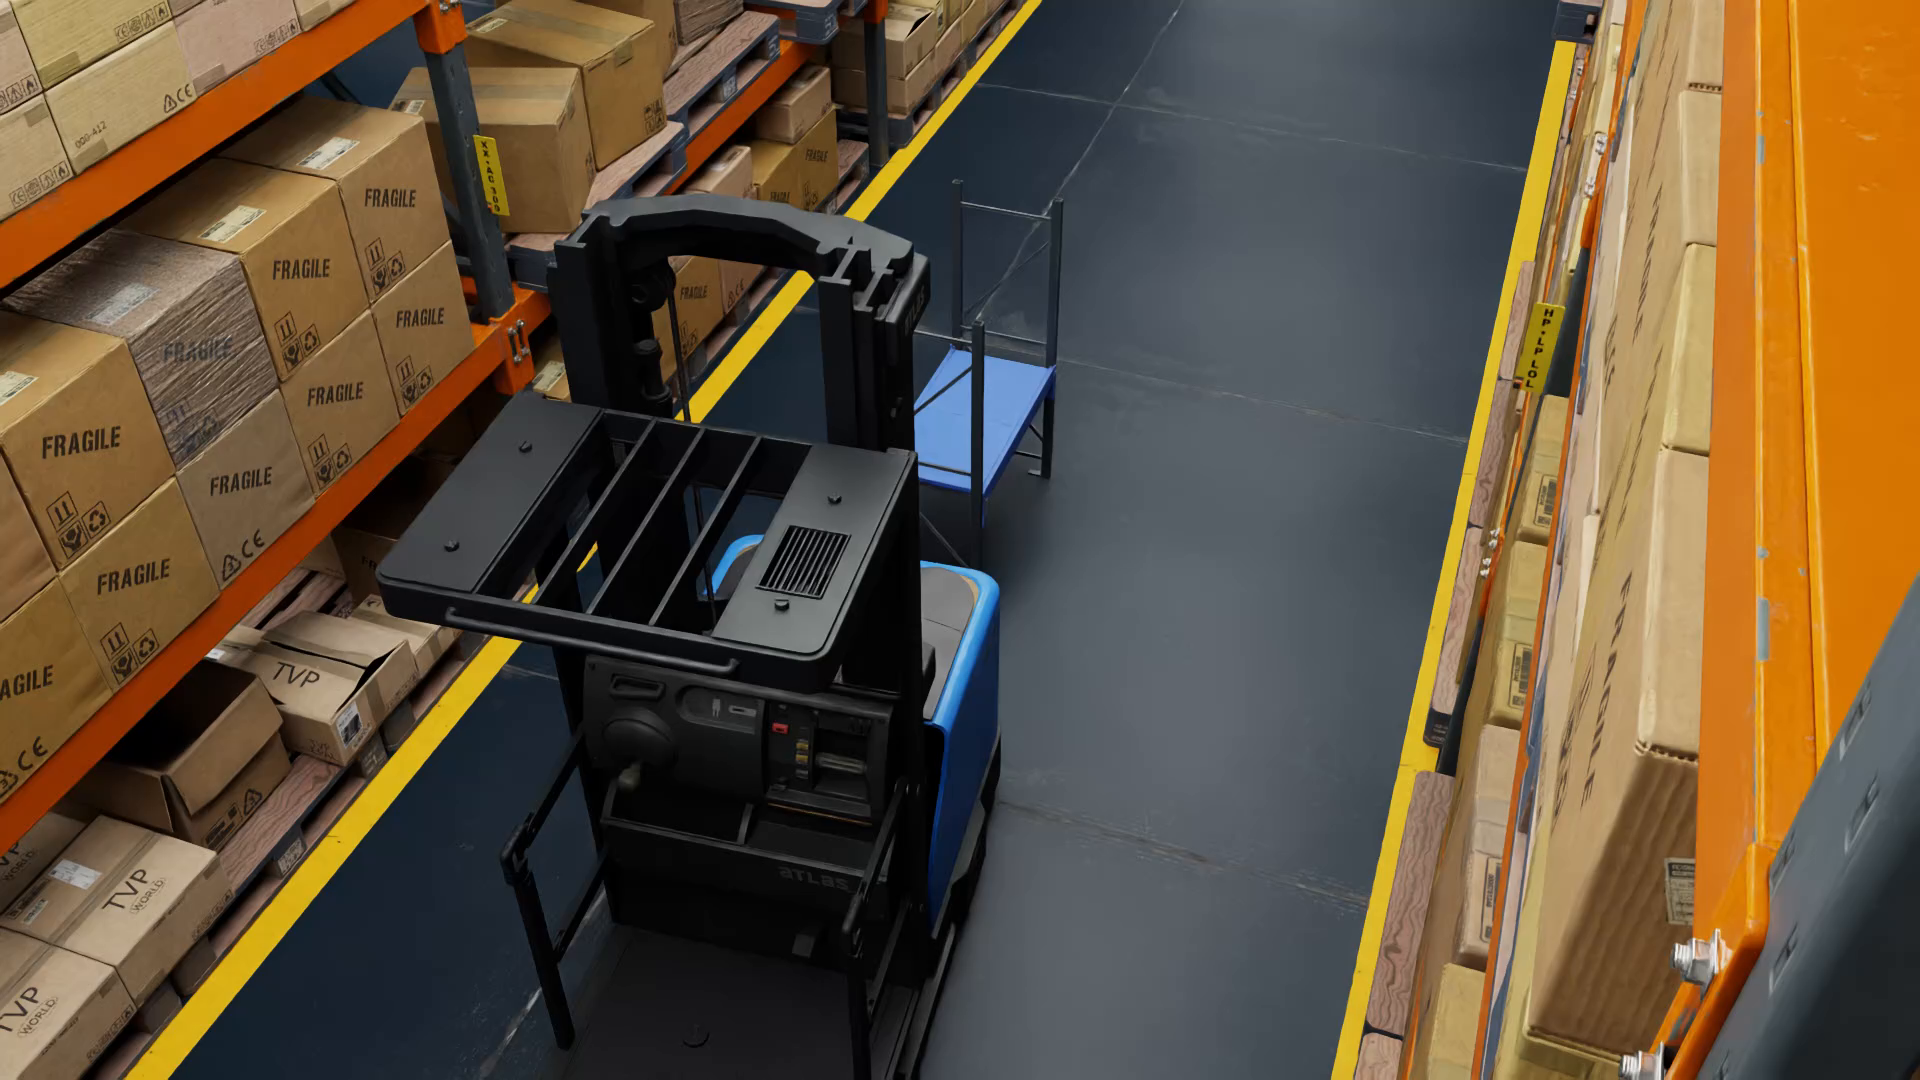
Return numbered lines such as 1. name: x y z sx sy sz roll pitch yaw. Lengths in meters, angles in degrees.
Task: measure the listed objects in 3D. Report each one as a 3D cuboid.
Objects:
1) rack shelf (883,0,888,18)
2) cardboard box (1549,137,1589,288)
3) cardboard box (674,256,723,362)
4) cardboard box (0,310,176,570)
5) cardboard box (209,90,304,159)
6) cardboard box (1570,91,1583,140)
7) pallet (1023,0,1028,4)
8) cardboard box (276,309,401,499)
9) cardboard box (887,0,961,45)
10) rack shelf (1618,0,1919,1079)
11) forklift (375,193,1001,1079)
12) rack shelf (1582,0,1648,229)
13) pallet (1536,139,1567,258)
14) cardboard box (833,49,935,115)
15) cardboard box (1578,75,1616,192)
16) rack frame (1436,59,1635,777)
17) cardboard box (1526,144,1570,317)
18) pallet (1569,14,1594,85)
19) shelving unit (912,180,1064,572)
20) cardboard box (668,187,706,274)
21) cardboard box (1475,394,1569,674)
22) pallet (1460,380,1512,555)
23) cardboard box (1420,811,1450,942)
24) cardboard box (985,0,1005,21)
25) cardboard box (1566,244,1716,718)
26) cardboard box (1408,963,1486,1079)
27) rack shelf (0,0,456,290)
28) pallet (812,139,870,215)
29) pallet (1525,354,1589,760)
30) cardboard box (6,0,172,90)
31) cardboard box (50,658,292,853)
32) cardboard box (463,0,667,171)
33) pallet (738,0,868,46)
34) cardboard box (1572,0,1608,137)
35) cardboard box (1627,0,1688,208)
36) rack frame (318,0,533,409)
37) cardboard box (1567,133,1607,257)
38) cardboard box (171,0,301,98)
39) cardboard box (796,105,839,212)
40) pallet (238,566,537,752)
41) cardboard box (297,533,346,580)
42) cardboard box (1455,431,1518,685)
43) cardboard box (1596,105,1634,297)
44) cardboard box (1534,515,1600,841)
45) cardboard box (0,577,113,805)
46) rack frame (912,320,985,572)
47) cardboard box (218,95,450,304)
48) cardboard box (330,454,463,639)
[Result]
1. rack shelf: -0.254 -4.564 11.296 1.077 0.370 4.000 13 42 15
2. cardboard box: 2.617 -1.195 6.471 0.500 0.500 0.500 13 42 15
3. cardboard box: -1.561 -1.266 8.464 0.500 0.500 0.500 14 42 16
4. cardboard box: -2.753 -0.303 4.901 0.500 0.500 0.500 13 42 15
5. cardboard box: -2.731 -1.371 6.153 0.500 0.500 0.500 14 43 16
6. cardboard box: 3.124 -1.988 7.901 0.380 0.149 0.250 15 43 16
7. pallet: 0.215 -4.538 12.860 1.003 0.211 1.213 13 42 15
8. cardboard box: -2.410 -0.539 5.948 0.500 0.500 0.500 14 43 16
9. cardboard box: -0.311 -3.521 10.883 0.500 0.311 0.500 12 42 14
10. rack shelf: 1.667 -0.717 2.474 1.077 0.370 4.000 13 42 15
11. forklift: -0.704 0.667 4.663 1.130 2.935 3.031 9 41 11
12. rack shelf: 3.035 -2.168 6.177 1.077 0.370 4.000 13 42 15
13. pallet: 3.987 -1.936 9.810 1.003 0.211 1.213 13 42 15
14. cardboard box: -0.483 -2.986 10.687 0.500 0.250 0.500 13 42 15
15. cardboard box: 2.629 -1.487 6.236 0.500 0.250 0.500 14 42 16
16. rack frame: 2.351 -0.081 5.487 1.000 3.000 0.127 13 42 15
17. cardboard box: 3.344 -1.443 8.417 0.750 0.750 0.750 13 42 15
18. pallet: 4.822 -3.424 11.554 1.003 0.211 1.213 13 42 15
19. shelving unit: 0.029 -0.623 7.278 0.538 1.500 1.048 13 42 15
20. cardboard box: -1.569 -1.530 8.196 0.500 0.250 0.500 13 42 15
21. cardboard box: 2.150 0.132 5.006 0.980 0.700 0.700 14 42 16
22. pallet: 2.959 -0.254 7.839 1.003 0.211 1.213 13 42 15
23. cardboard box: 1.999 1.144 5.654 0.700 0.500 0.500 14 42 16
24. cardboard box: 0.036 -3.923 11.786 0.500 0.250 0.500 14 42 16
25. cardboard box: 1.158 -0.018 2.240 0.500 0.500 0.500 15 43 16
26. cardboard box: 1.386 1.485 3.420 0.980 0.700 0.700 13 42 15
27. rack shelf: -2.989 -0.825 4.603 1.077 0.370 4.000 13 42 15
28. pallet: -1.228 -2.110 10.014 1.003 0.211 1.213 13 42 15
29. pallet: 1.642 0.050 3.091 1.003 0.211 1.213 13 42 15
30. cardboard box: -2.564 -1.487 4.554 0.500 0.250 0.500 13 42 15
31. cardboard box: -2.943 0.751 6.096 0.797 0.503 0.637 13 42 15
32. cardboard box: -1.758 -2.048 7.393 0.700 0.500 0.500 20 44 22
33. pallet: -1.103 -3.116 9.192 1.213 0.211 1.003 13 42 15
34. cardboard box: 3.124 -2.122 7.559 0.500 0.500 0.500 15 43 17
35. cardboard box: 1.674 -0.960 3.344 0.500 0.500 0.500 12 42 14
36. rack frame: -2.305 -1.178 6.773 1.000 3.000 0.127 13 42 15
37. cardboard box: 2.454 -1.176 5.872 0.500 0.250 0.500 14 42 16
38. cardboard box: -2.403 -1.604 5.077 0.500 0.250 0.500 13 42 15
39. cardboard box: -1.037 -2.211 9.572 0.500 0.500 0.500 15 43 17
40. pallet: -2.541 0.302 7.188 1.003 0.211 1.213 13 42 15
41. cardboard box: -2.652 -0.114 7.259 0.500 0.311 0.500 13 42 15
42. cardboard box: 2.451 0.152 6.547 0.750 0.750 0.750 14 42 16
43. cardboard box: 1.679 -0.692 3.608 0.500 0.250 0.500 12 42 14
44. cardboard box: 1.161 0.254 2.499 0.500 0.250 0.500 12 42 13
45. cardboard box: -2.928 0.390 4.858 0.500 0.500 0.500 13 42 15
46. rack frame: -0.145 -0.313 6.914 0.500 1.500 0.032 13 42 15
47. cardboard box: -2.235 -1.230 5.987 0.500 0.500 0.500 14 42 15
48. cardboard box: -2.234 0.016 6.961 0.500 0.500 0.500 13 42 15
